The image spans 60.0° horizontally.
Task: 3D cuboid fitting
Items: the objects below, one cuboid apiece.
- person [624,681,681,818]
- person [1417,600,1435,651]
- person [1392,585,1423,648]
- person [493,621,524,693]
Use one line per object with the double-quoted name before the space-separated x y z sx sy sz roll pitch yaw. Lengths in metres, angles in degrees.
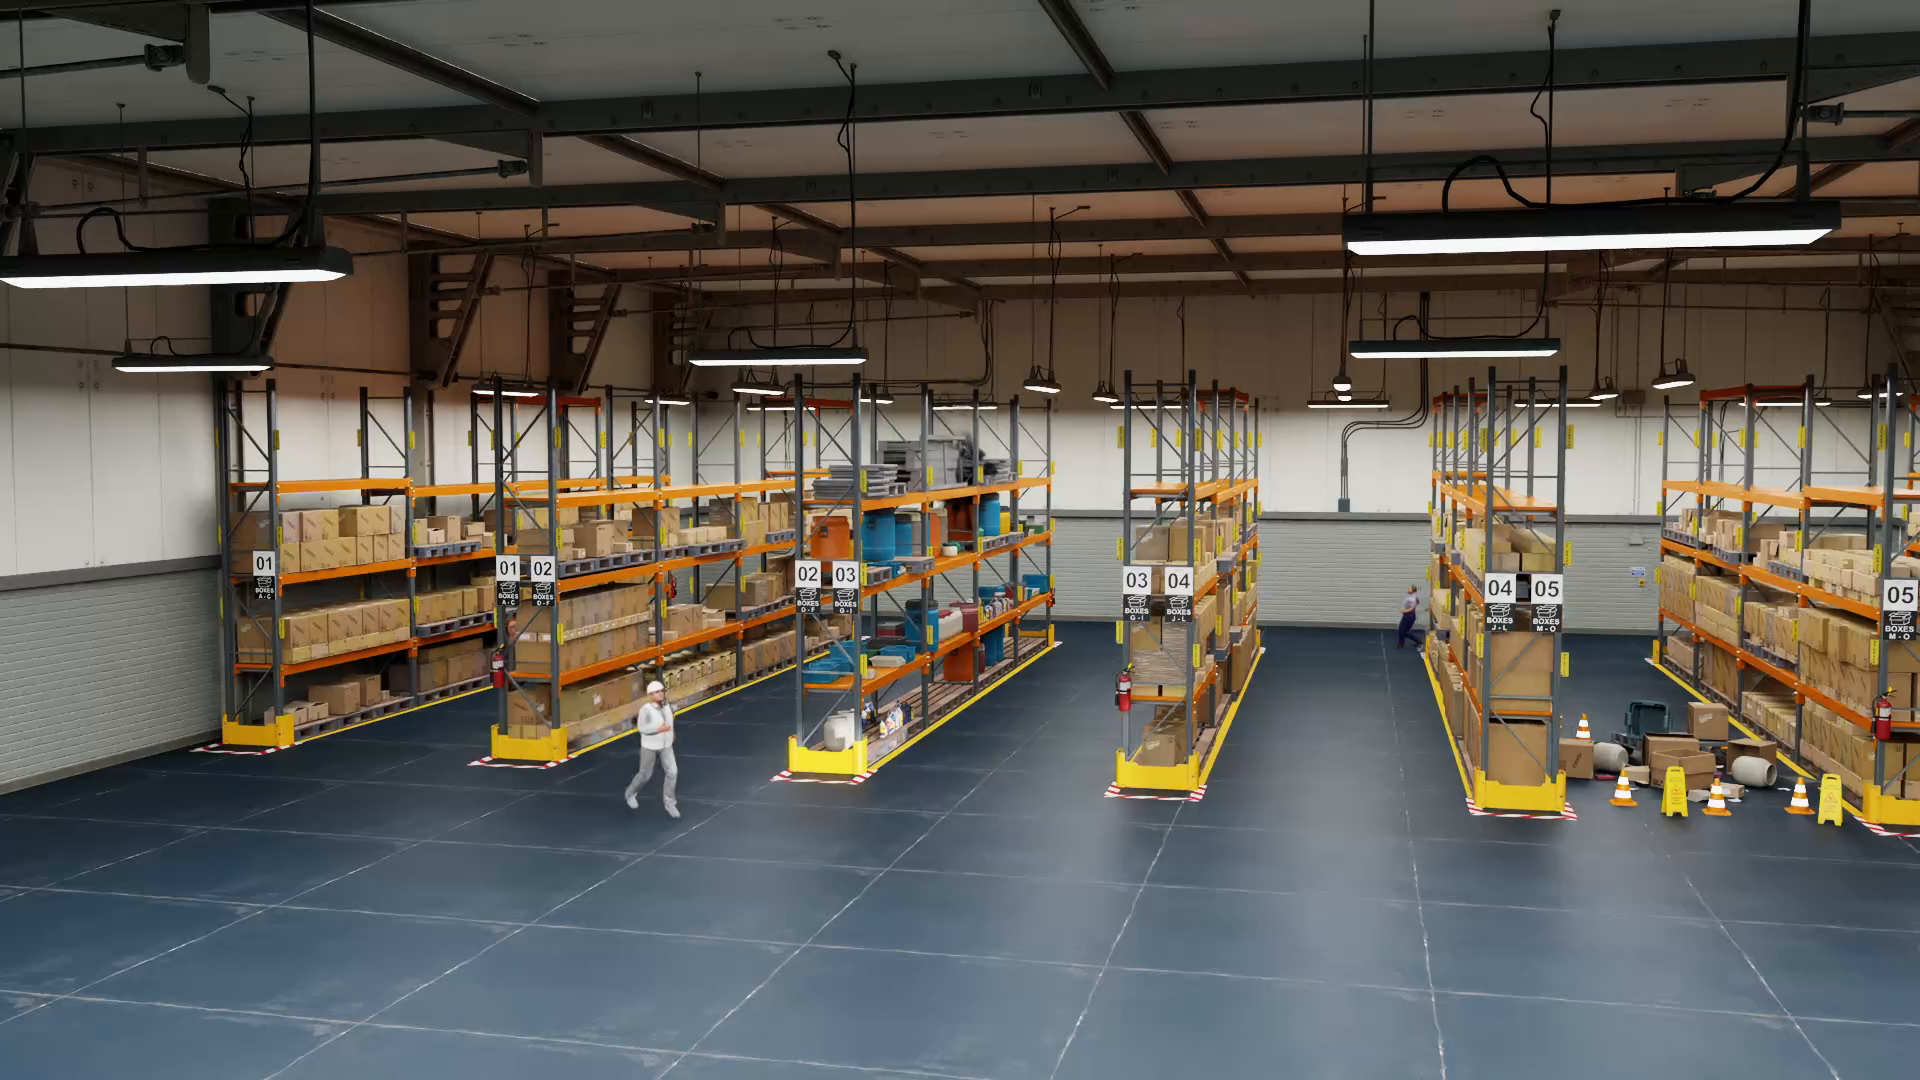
"person" -4.095 2.782 22.261 0.912 1.819 0.663 3 5 44
"person" 11.305 1.803 39.437 0.854 1.700 0.668 0 3 0
"person" 10.657 1.844 39.618 0.743 1.591 0.732 1 4 21
"person" -7.877 2.347 29.387 0.677 1.846 0.865 1 3 9
